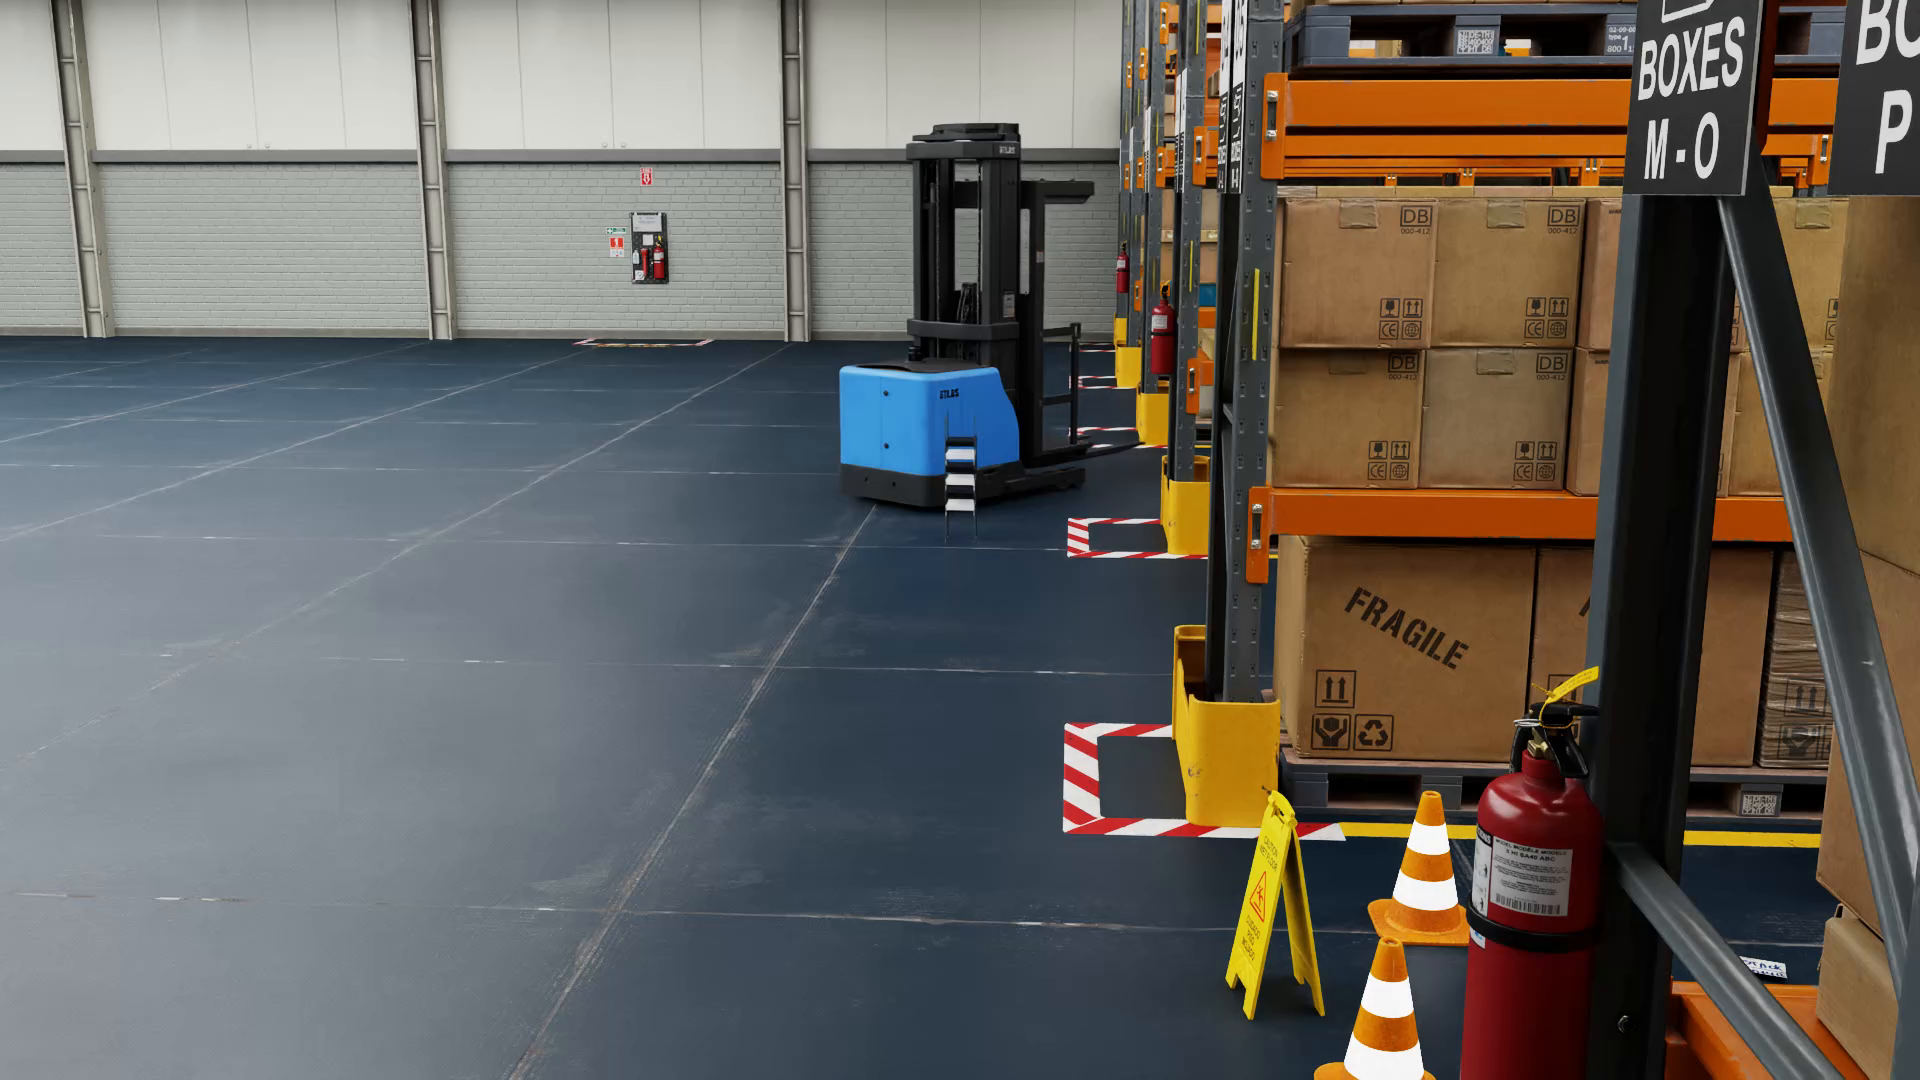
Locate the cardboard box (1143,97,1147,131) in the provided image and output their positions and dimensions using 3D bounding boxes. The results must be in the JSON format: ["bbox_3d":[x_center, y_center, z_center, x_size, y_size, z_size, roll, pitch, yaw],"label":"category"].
[{"bbox_3d":[2.915,-6.483,25.373,0.500,0.500,0.500,0,12,0],"label":"cardboard box"}]

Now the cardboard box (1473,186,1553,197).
[{"bbox_3d":[3.581,-2.086,11.001,0.500,0.500,0.500,1,12,4],"label":"cardboard box"}]

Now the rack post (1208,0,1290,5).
[{"bbox_3d":[2.630,-5.153,15.645,0.954,0.300,0.937,2,12,10],"label":"rack post"}]

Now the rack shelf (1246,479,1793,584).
[{"bbox_3d":[3.117,-0.094,6.649,4.000,0.370,1.077,1,12,4],"label":"rack shelf"}]

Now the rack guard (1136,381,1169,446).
[{"bbox_3d":[1.964,-1.283,16.678,0.348,0.500,1.175,1,12,4],"label":"rack guard"}]

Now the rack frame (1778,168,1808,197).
[{"bbox_3d":[10.201,-3.400,20.695,0.127,3.000,1.000,1,12,4],"label":"rack frame"}]

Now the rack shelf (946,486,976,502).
[{"bbox_3d":[0.008,-0.320,11.701,0.200,0.077,0.258,1,12,4],"label":"rack shelf"}]

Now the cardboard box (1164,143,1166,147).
[{"bbox_3d":[2.980,-6.094,25.957,0.500,0.500,0.500,2,12,8],"label":"cardboard box"}]

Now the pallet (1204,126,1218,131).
[{"bbox_3d":[2.704,-3.842,15.944,1.213,0.211,1.003,1,12,4],"label":"pallet"}]

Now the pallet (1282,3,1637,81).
[{"bbox_3d":[1.862,-1.891,6.370,1.213,0.211,1.003,1,12,4],"label":"pallet"}]

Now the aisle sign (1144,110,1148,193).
[{"bbox_3d":[1.833,-3.832,16.410,0.004,0.787,0.394,1,12,4],"label":"aisle sign"}]

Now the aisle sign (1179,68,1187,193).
[{"bbox_3d":[1.472,-2.698,10.989,0.004,0.787,0.394,1,12,4],"label":"aisle sign"}]

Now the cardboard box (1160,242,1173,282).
[{"bbox_3d":[2.684,-3.549,21.165,0.500,0.500,0.700,1,12,4],"label":"cardboard box"}]

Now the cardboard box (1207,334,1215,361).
[{"bbox_3d":[1.822,-1.310,11.318,0.250,0.149,0.380,1,12,4],"label":"cardboard box"}]

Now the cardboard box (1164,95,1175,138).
[{"bbox_3d":[2.792,-5.293,20.802,0.637,0.503,0.797,2,12,8],"label":"cardboard box"}]

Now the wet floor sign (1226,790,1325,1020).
[{"bbox_3d":[0.960,1.083,5.016,0.232,0.644,0.267,-1,12,-6],"label":"wet floor sign"}]

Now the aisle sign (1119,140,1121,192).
[{"bbox_3d":[2.455,-5.734,25.502,0.004,0.787,0.394,1,12,4],"label":"aisle sign"}]

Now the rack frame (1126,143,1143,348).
[{"bbox_3d":[2.219,-3.509,21.219,0.127,3.000,1.000,1,12,4],"label":"rack frame"}]

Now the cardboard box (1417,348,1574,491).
[{"bbox_3d":[2.045,-0.548,6.697,0.550,0.550,0.875,1,12,4],"label":"cardboard box"}]

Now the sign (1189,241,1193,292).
[{"bbox_3d":[1.518,-1.798,10.926,0.005,0.325,0.100,1,12,4],"label":"sign"}]

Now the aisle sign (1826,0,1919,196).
[{"bbox_3d":[0.809,-0.671,1.301,0.004,0.787,0.394,1,12,4],"label":"aisle sign"}]

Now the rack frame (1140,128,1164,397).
[{"bbox_3d":[1.885,-2.497,16.381,0.127,3.000,1.000,1,12,4],"label":"rack frame"}]

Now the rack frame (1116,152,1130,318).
[{"bbox_3d":[2.547,-4.521,26.057,0.127,3.000,1.000,1,12,4],"label":"rack frame"}]

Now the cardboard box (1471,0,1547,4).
[{"bbox_3d":[1.946,-1.996,6.004,0.250,0.149,0.380,1,12,4],"label":"cardboard box"}]

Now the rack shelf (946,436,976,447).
[{"bbox_3d":[0.008,-0.672,11.627,0.200,0.077,0.258,1,12,4],"label":"rack shelf"}]

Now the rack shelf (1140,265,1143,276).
[{"bbox_3d":[4.542,-4.142,26.000,4.000,0.370,1.077,1,12,4],"label":"rack shelf"}]

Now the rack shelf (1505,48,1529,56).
[{"bbox_3d":[8.206,-5.816,20.327,4.000,0.370,1.077,1,12,4],"label":"rack shelf"}]

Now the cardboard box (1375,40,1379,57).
[{"bbox_3d":[3.117,-3.424,11.291,0.500,0.500,0.500,1,12,4],"label":"cardboard box"}]

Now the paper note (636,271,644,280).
[{"bbox_3d":[-5.319,-4.398,27.616,0.142,0.148,0.016,1,12,4],"label":"paper note"}]

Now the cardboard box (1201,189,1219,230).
[{"bbox_3d":[3.262,-4.177,21.000,0.500,0.500,0.700,0,12,2],"label":"cardboard box"}]

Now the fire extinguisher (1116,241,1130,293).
[{"bbox_3d":[2.132,-3.568,21.688,0.183,0.674,0.296,1,12,4],"label":"fire extinguisher"}]

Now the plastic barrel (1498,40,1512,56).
[{"bbox_3d":[4.890,-4.397,15.888,0.708,0.901,0.600,1,12,4],"label":"plastic barrel"}]

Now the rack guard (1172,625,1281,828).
[{"bbox_3d":[1.097,0.749,6.964,0.348,0.500,1.175,1,12,4],"label":"rack guard"}]

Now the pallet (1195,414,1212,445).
[{"bbox_3d":[2.774,-1.129,16.649,1.213,0.211,1.003,1,12,4],"label":"pallet"}]

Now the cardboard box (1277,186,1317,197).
[{"bbox_3d":[2.084,-2.106,11.099,0.500,0.500,0.500,1,12,4],"label":"cardboard box"}]

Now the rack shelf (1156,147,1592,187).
[{"bbox_3d":[3.880,-3.586,16.017,4.000,0.370,1.077,1,12,4],"label":"rack shelf"}]

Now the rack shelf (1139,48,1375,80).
[{"bbox_3d":[4.215,-5.871,20.588,4.000,0.370,1.077,1,12,4],"label":"rack shelf"}]

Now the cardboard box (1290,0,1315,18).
[{"bbox_3d":[1.476,-2.138,6.681,0.250,0.149,0.380,1,12,4],"label":"cardboard box"}]

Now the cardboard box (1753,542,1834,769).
[{"bbox_3d":[3.590,0.381,6.784,0.875,0.875,0.875,1,12,4],"label":"cardboard box"}]

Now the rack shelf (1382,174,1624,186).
[{"bbox_3d":[8.533,-5.555,25.431,4.000,0.370,1.077,1,12,4],"label":"rack shelf"}]

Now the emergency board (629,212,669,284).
[{"bbox_3d":[-5.147,-4.812,27.447,0.643,1.169,0.194,1,12,4],"label":"emergency board"}]

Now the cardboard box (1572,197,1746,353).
[{"bbox_3d":[2.594,-1.039,6.403,0.550,0.550,0.875,1,12,4],"label":"cardboard box"}]

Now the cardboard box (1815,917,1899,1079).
[{"bbox_3d":[1.279,0.623,2.076,0.250,0.149,0.380,1,12,6],"label":"cardboard box"}]

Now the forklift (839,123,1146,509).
[{"bbox_3d":[0.401,-1.906,13.720,1.130,2.935,3.031,10,16,41],"label":"forklift"}]

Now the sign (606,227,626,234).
[{"bbox_3d":[-5.688,-5.116,27.517,0.331,0.109,0.001,1,12,4],"label":"sign"}]

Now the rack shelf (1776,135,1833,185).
[{"bbox_3d":[7.540,-2.520,10.918,4.000,0.370,1.077,1,12,4],"label":"rack shelf"}]

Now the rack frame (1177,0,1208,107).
[{"bbox_3d":[1.554,-4.422,10.930,0.127,3.000,1.000,1,12,4],"label":"rack frame"}]

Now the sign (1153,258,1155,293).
[{"bbox_3d":[1.844,-2.521,15.816,0.005,0.325,0.100,1,12,4],"label":"sign"}]

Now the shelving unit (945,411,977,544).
[{"bbox_3d":[0.008,-0.440,11.675,0.210,0.900,0.258,1,12,4],"label":"shelving unit"}]

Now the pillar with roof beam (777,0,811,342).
[{"bbox_3d":[-2.971,-6.828,22.430,0.400,9.000,9.100,1,12,4],"label":"pillar with roof beam"}]
